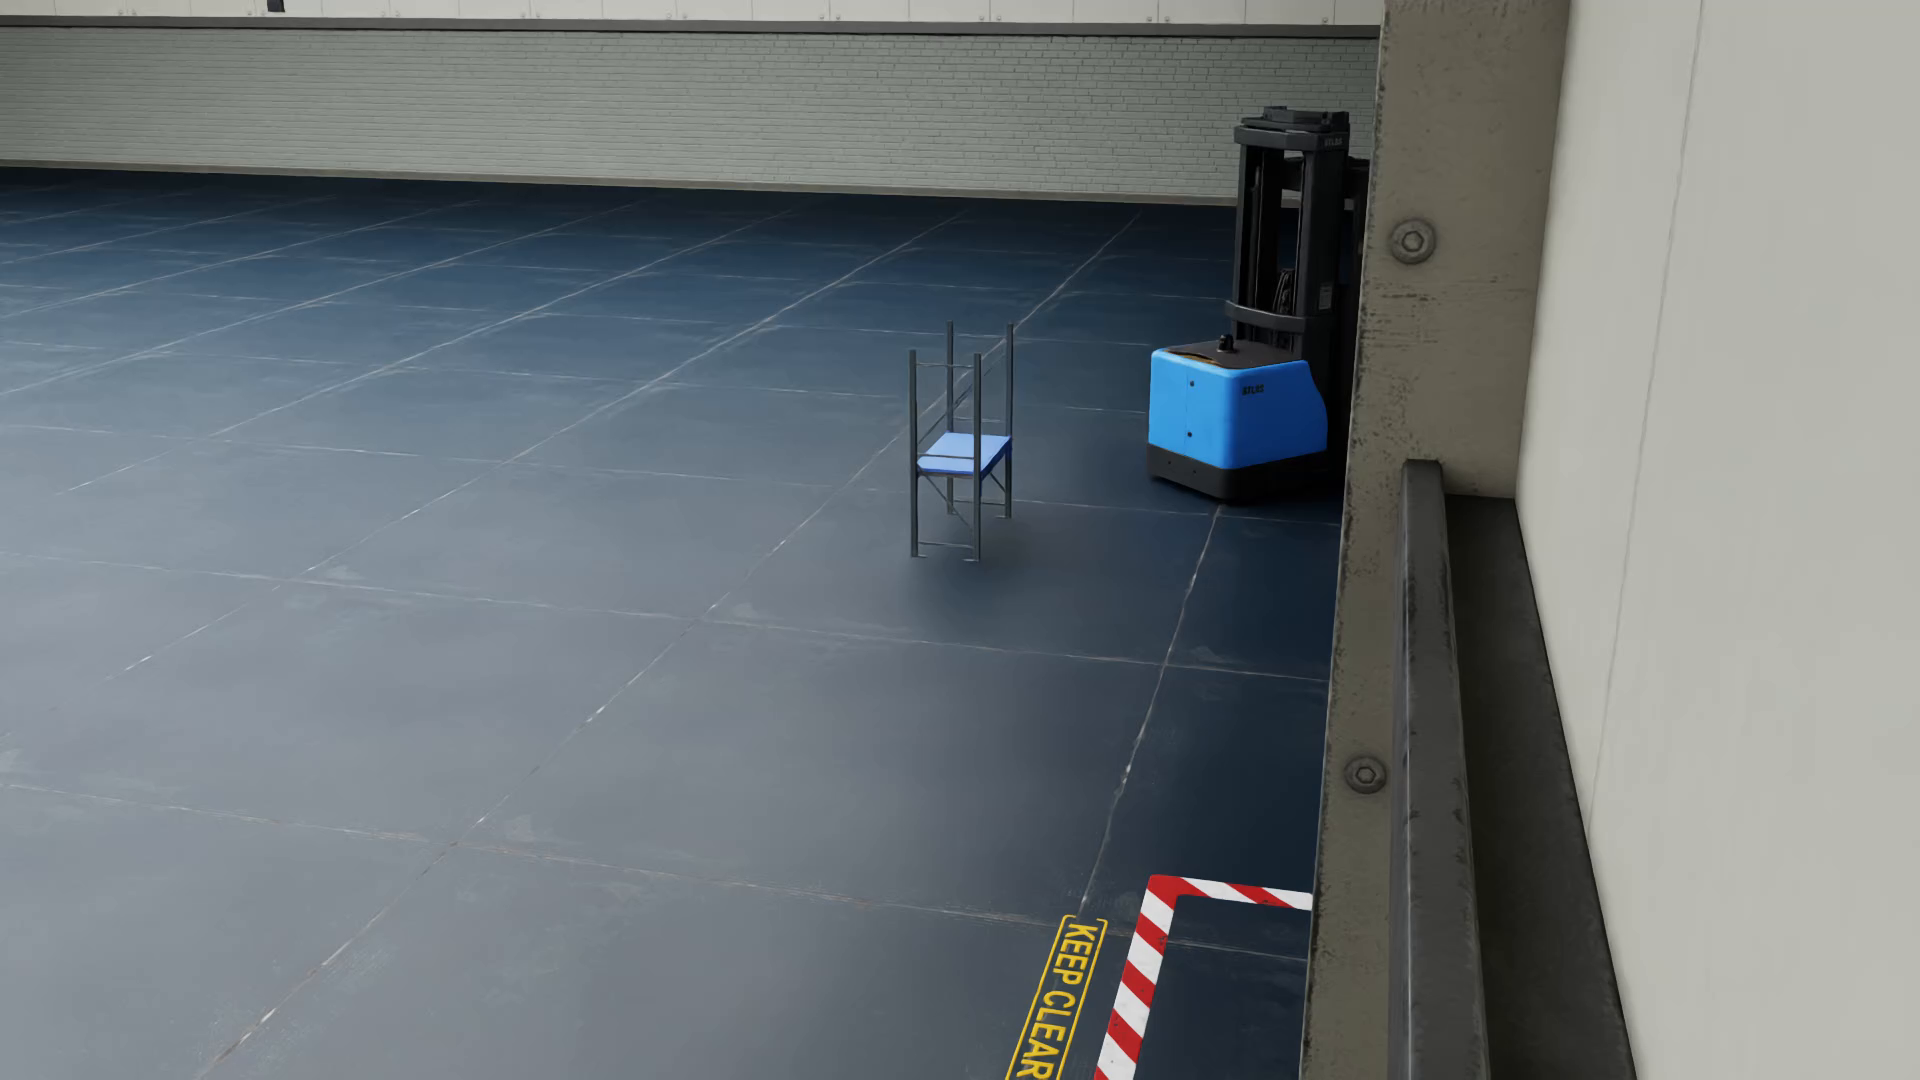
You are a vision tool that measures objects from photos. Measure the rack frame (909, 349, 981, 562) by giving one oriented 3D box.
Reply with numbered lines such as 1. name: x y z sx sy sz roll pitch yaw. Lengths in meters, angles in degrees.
1. rack frame: -0.103 -0.577 11.557 0.500 1.500 0.032 5 19 13

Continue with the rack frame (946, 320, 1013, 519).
1. rack frame: 0.145 -0.896 12.490 0.500 1.500 0.032 5 19 13

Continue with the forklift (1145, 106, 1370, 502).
1. forklift: 3.035 -2.031 13.599 3.031 2.935 1.130 -12 22 -31

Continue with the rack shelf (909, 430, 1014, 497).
1. rack shelf: 0.021 -0.566 12.082 0.538 0.185 1.000 5 19 13

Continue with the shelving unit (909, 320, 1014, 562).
1. shelving unit: 0.021 -0.736 12.023 0.538 1.500 1.048 5 19 13

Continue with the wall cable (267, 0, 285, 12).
1. wall cable: -12.566 -13.216 31.698 2.305 6.003 0.169 5 19 13
